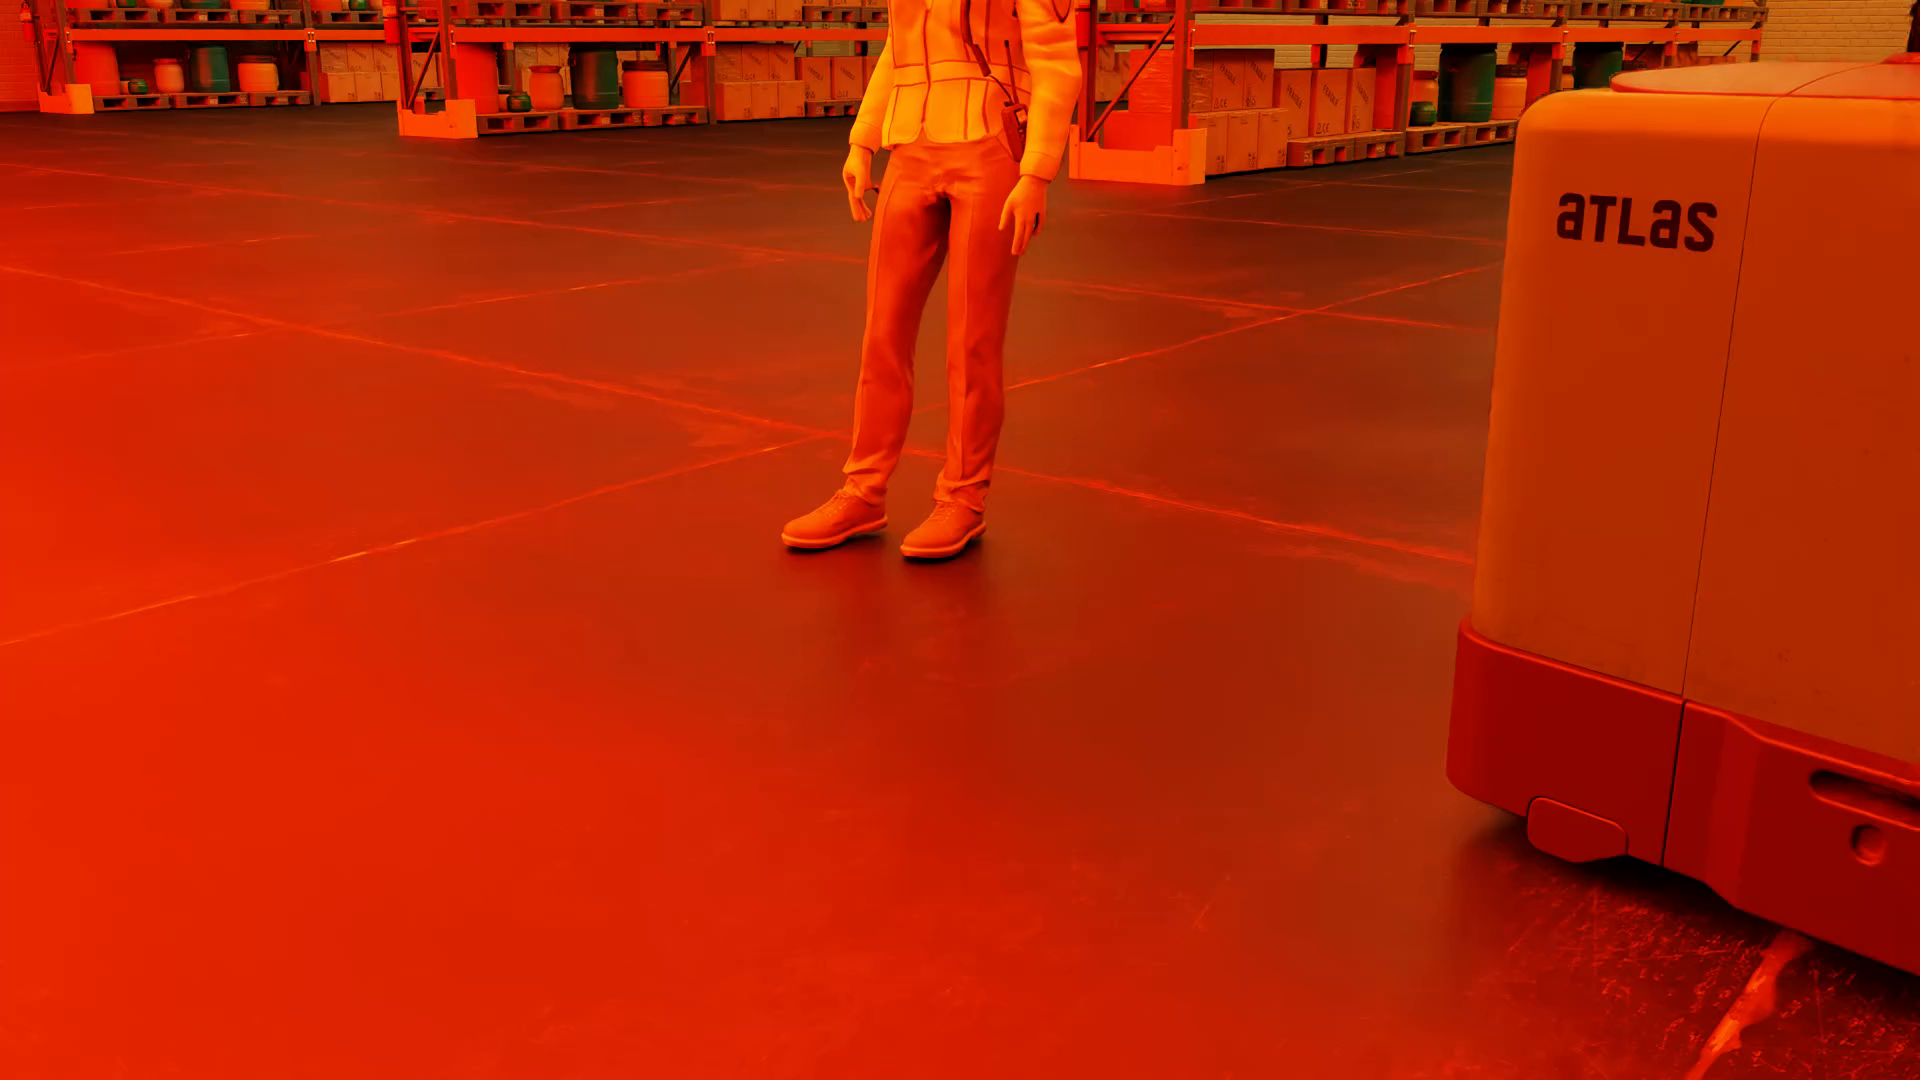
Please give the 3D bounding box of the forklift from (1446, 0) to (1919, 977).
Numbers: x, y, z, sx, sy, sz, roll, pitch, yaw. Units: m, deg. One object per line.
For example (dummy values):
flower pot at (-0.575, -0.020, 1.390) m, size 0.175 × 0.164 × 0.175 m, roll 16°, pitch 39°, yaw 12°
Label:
forklift at (2.096, -0.750, 1.366) m, size 1.130 × 2.935 × 3.031 m, roll -15°, pitch 22°, yaw -40°

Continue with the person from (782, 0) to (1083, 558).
person at (-0.056, -0.806, 3.653) m, size 0.568 × 1.694 × 0.531 m, roll 13°, pitch 21°, yaw 37°
